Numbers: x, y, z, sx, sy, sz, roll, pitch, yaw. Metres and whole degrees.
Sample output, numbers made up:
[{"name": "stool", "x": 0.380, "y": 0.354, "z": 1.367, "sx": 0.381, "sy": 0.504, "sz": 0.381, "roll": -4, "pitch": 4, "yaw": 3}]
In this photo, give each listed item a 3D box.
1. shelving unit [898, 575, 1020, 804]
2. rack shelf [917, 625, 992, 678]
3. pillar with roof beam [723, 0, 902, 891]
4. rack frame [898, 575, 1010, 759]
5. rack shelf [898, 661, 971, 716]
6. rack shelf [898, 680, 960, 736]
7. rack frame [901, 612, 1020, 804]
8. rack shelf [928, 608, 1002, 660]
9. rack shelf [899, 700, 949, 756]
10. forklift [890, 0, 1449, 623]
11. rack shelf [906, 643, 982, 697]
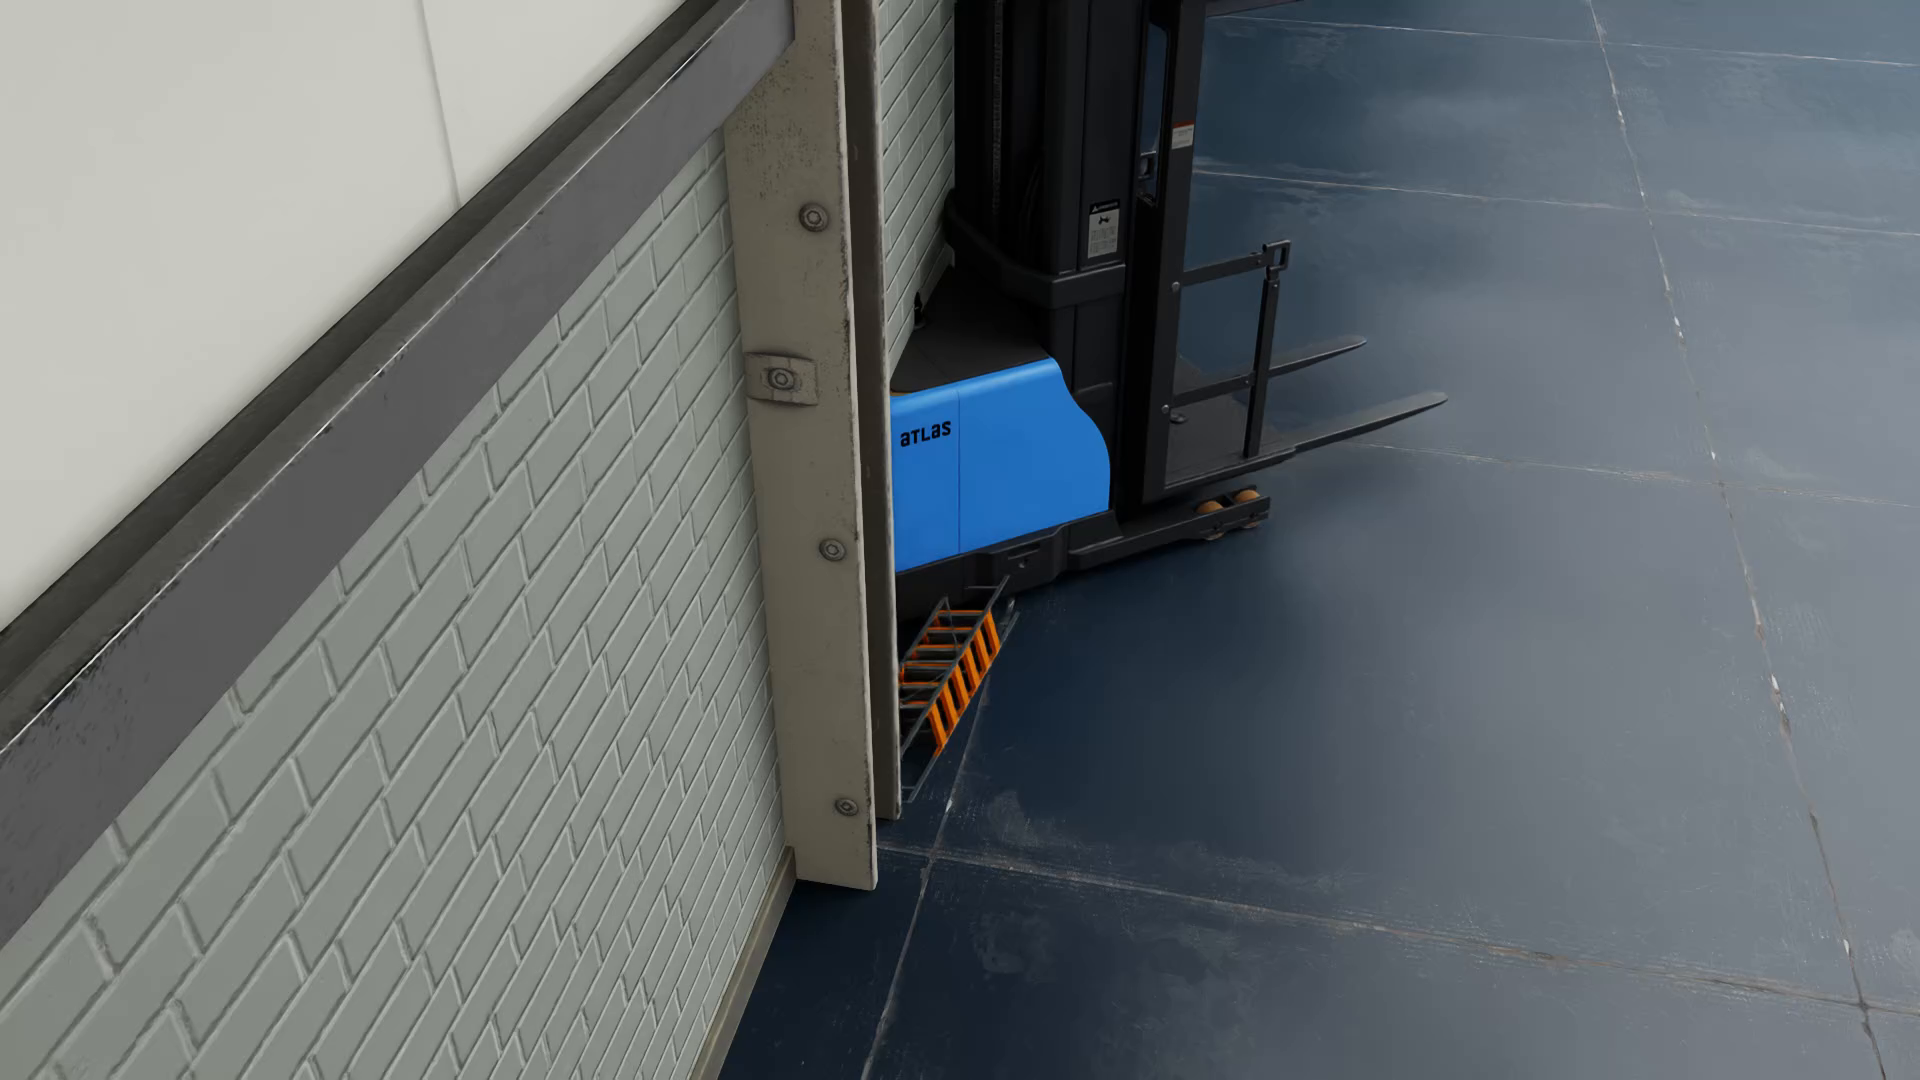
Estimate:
[{"name": "shelving unit", "x": -0.093, "y": 0.540, "z": 6.358, "sx": 0.258, "sy": 0.189, "sz": 1.200, "roll": -2, "pitch": 31, "yaw": 25}, {"name": "rack shelf", "x": -0.025, "y": 0.438, "z": 6.510, "sx": 0.258, "sy": 0.180, "sz": 0.103, "roll": -2, "pitch": 31, "yaw": 25}, {"name": "pillar with roof beam", "x": 3.806, "y": -2.052, "z": 2.413, "sx": 9.100, "sy": 9.000, "sz": 0.400, "roll": 7, "pitch": 37, "yaw": 10}, {"name": "rack frame", "x": -0.116, "y": 0.463, "z": 6.315, "sx": 0.240, "sy": 0.006, "sz": 1.200, "roll": -2, "pitch": 31, "yaw": 25}, {"name": "rack shelf", "x": -0.109, "y": 0.564, "z": 6.323, "sx": 0.258, "sy": 0.180, "sz": 0.103, "roll": -2, "pitch": 31, "yaw": 25}, {"name": "rack shelf", "x": -0.151, "y": 0.627, "z": 6.230, "sx": 0.258, "sy": 0.180, "sz": 0.103, "roll": -2, "pitch": 31, "yaw": 25}, {"name": "rack frame", "x": -0.071, "y": 0.618, "z": 6.401, "sx": 0.240, "sy": 0.006, "sz": 1.200, "roll": -2, "pitch": 31, "yaw": 25}, {"name": "rack shelf", "x": 0.017, "y": 0.374, "z": 6.603, "sx": 0.258, "sy": 0.180, "sz": 0.103, "roll": -2, "pitch": 31, "yaw": 25}, {"name": "rack shelf", "x": -0.193, "y": 0.690, "z": 6.137, "sx": 0.258, "sy": 0.180, "sz": 0.103, "roll": -2, "pitch": 31, "yaw": 25}, {"name": "forklift", "x": 0.790, "y": -1.448, "z": 6.750, "sx": 3.031, "sy": 2.935, "sz": 1.130, "roll": -16, "pitch": 39, "yaw": -21}, {"name": "rack shelf", "x": -0.067, "y": 0.501, "z": 6.416, "sx": 0.258, "sy": 0.180, "sz": 0.103, "roll": -2, "pitch": 31, "yaw": 25}]
